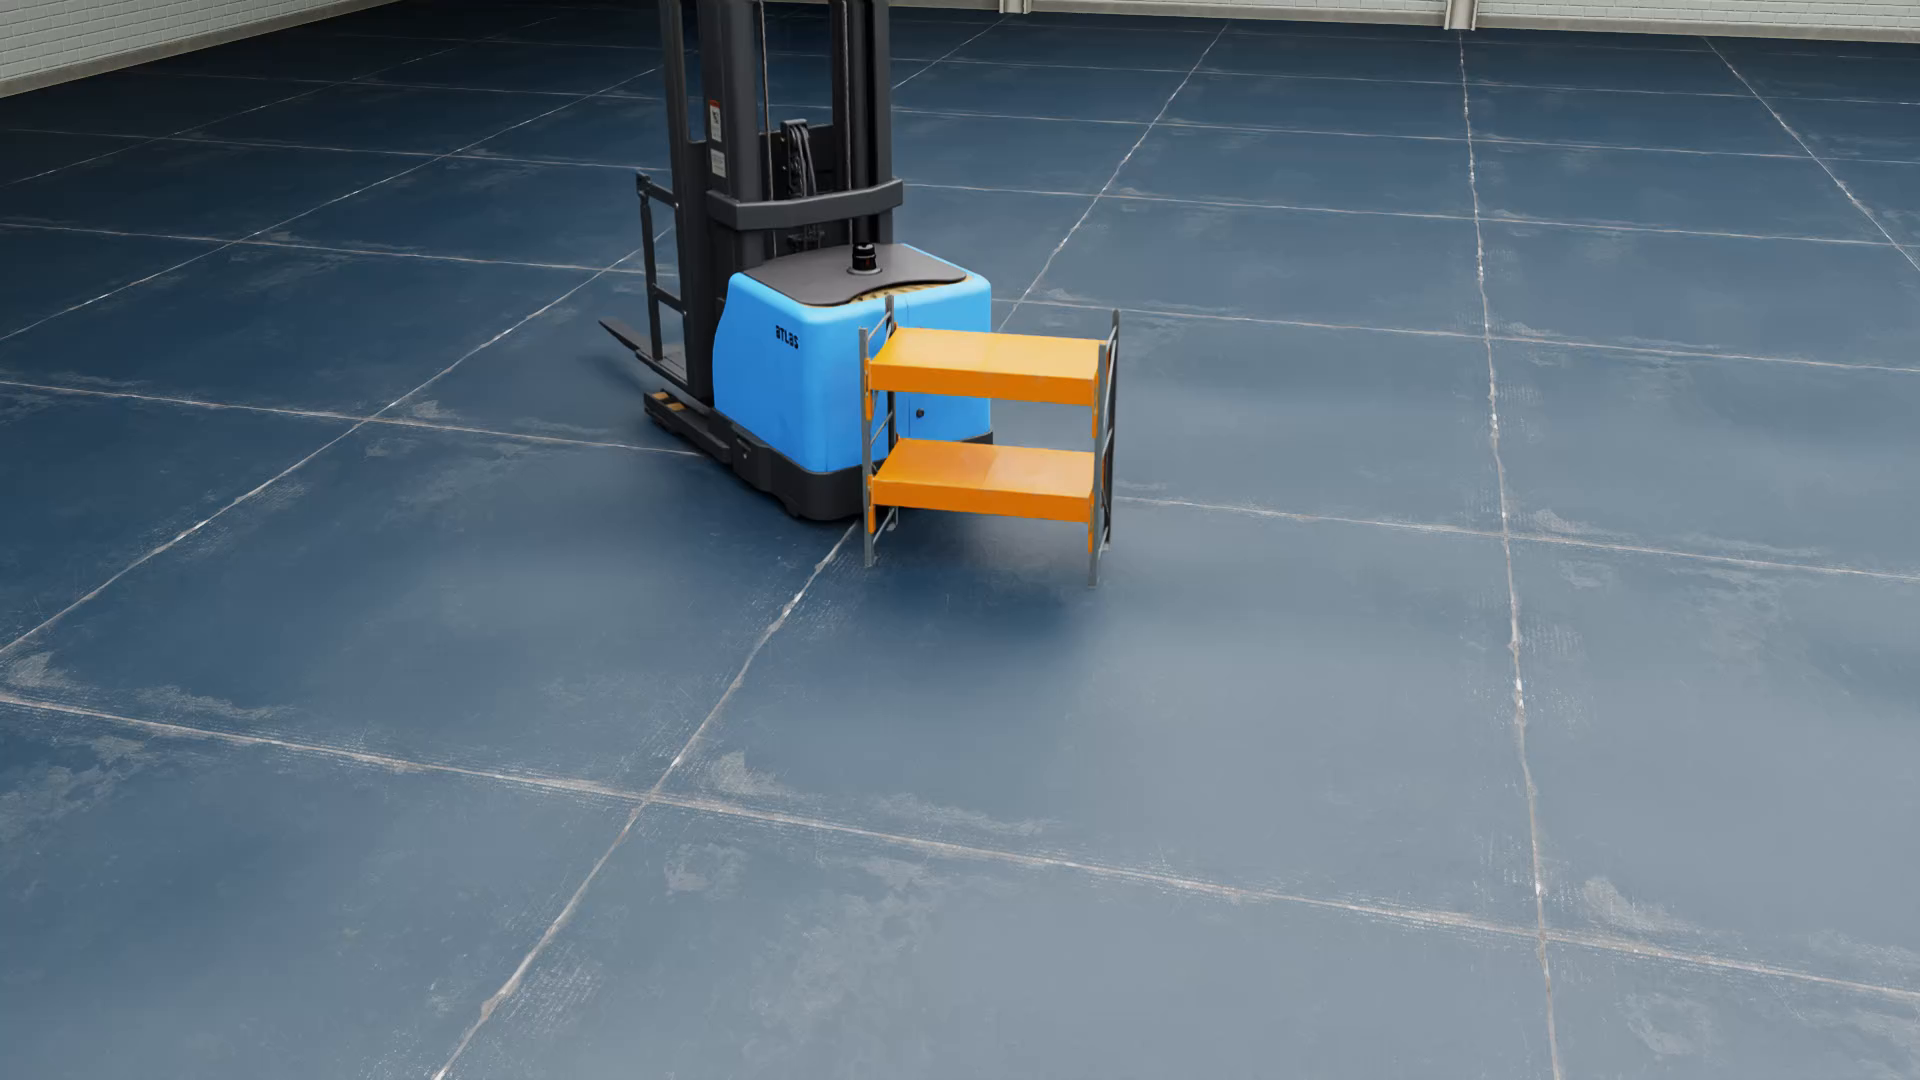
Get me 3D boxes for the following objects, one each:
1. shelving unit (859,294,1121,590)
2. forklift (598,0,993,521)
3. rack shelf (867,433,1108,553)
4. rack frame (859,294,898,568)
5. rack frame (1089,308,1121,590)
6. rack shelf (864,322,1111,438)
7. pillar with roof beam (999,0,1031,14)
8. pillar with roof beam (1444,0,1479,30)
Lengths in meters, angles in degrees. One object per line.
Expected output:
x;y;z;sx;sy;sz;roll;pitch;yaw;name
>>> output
0.136;-0.442;7.369;1.048;1.125;0.538;5;26;11;shelving unit
-1.070;-1.997;8.535;1.130;2.935;3.031;-16;30;-30;forklift
0.136;-0.221;7.474;1.000;0.278;0.538;5;26;11;rack shelf
-0.361;-0.487;7.463;0.032;1.125;0.500;5;26;11;rack frame
0.634;-0.397;7.274;0.032;1.125;0.500;5;26;11;rack frame
0.136;-0.706;7.243;1.000;0.278;0.538;5;26;11;rack shelf
-0.296;-9.668;17.589;0.400;9.000;9.100;6;26;13;pillar with roof beam
5.515;-9.026;16.240;0.400;9.000;9.100;6;26;13;pillar with roof beam
